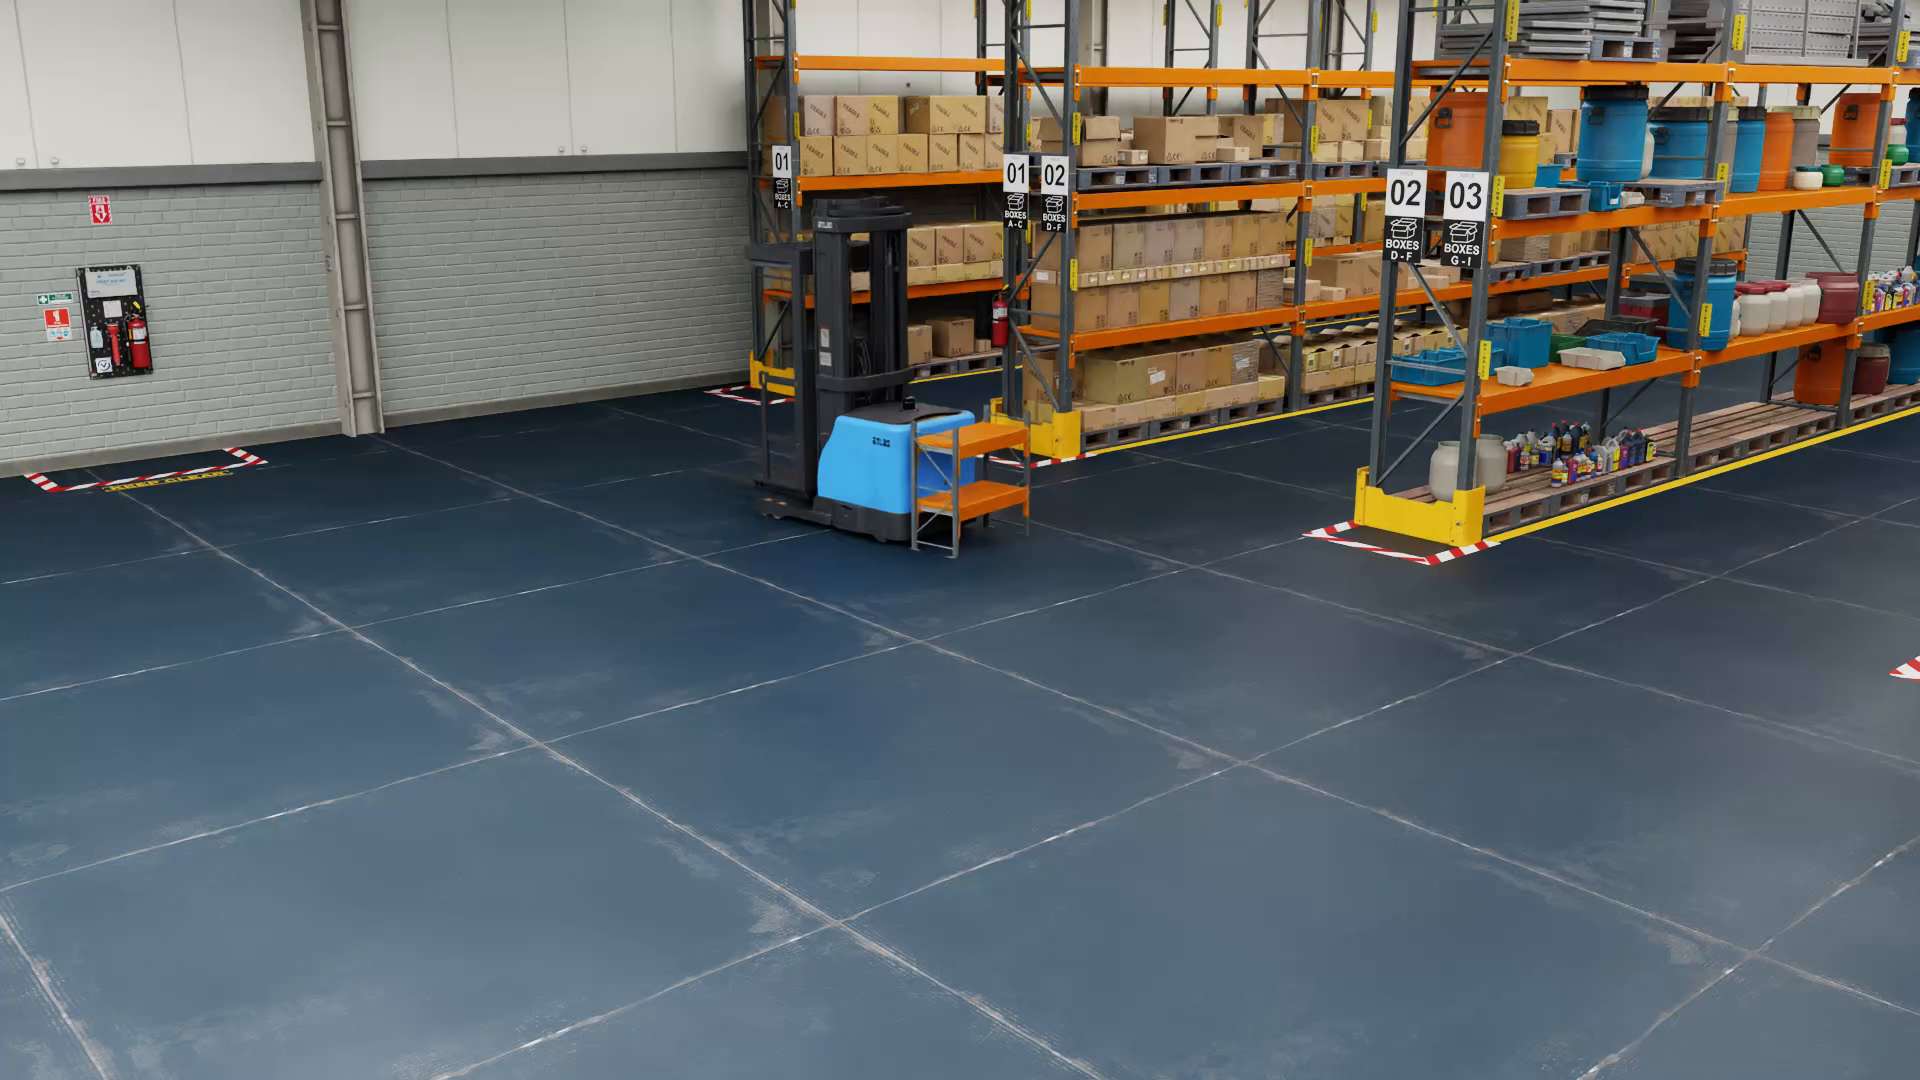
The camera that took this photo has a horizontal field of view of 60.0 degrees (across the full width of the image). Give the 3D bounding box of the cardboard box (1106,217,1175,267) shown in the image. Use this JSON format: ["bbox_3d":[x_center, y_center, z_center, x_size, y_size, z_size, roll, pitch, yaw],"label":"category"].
[{"bbox_3d":[2.020,-3.403,18.972,0.500,0.500,0.700,-13,19,-39],"label":"cardboard box"}]

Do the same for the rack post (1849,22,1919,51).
[{"bbox_3d":[10.650,-5.850,19.360,0.937,0.300,0.954,-13,19,-39],"label":"rack post"}]

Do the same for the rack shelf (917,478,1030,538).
[{"bbox_3d":[0.101,-0.290,14.603,0.538,0.278,1.000,12,19,37],"label":"rack shelf"}]

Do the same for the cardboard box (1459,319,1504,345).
[{"bbox_3d":[7.413,-2.849,23.594,0.500,0.500,0.500,-12,19,-37],"label":"cardboard box"}]

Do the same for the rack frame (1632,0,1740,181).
[{"bbox_3d":[7.113,-5.078,16.324,0.127,3.000,1.000,-13,19,-39],"label":"rack frame"}]

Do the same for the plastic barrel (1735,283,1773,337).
[{"bbox_3d":[8.532,-2.489,17.993,0.433,0.535,0.433,0,15,0],"label":"plastic barrel"}]

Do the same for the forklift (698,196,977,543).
[{"bbox_3d":[-1.270,-1.694,15.412,3.031,2.935,1.130,14,20,41],"label":"forklift"}]

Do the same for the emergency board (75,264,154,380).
[{"bbox_3d":[-8.863,-2.290,17.512,0.643,1.169,0.194,-13,19,-39],"label":"emergency board"}]

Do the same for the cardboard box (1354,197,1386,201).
[{"bbox_3d":[7.619,-5.820,30.145,0.700,0.700,0.980,-13,20,-41],"label":"cardboard box"}]

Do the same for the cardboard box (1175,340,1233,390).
[{"bbox_3d":[2.899,-2.093,19.833,0.500,0.500,0.500,-13,19,-39],"label":"cardboard box"}]

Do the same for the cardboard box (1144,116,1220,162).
[{"bbox_3d":[2.539,-4.660,19.286,0.637,0.503,0.797,-10,18,-33],"label":"cardboard box"}]

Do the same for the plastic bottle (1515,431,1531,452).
[{"bbox_3d":[5.629,-0.921,16.667,0.185,0.351,0.144,-12,19,-37],"label":"plastic bottle"}]

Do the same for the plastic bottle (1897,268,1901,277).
[{"bbox_3d":[12.491,-3.477,22.181,0.133,0.283,0.061,-13,19,-39],"label":"plastic bottle"}]

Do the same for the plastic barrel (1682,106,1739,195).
[{"bbox_3d":[7.848,-4.110,17.542,0.600,0.901,0.600,0,15,0],"label":"plastic barrel"}]

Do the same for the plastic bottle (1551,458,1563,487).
[{"bbox_3d":[5.668,-0.643,15.779,0.097,0.271,0.097,0,15,0],"label":"plastic bottle"}]

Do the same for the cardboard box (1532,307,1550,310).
[{"bbox_3d":[8.598,-3.295,25.263,0.500,0.500,0.500,-12,19,-39],"label":"cardboard box"}]

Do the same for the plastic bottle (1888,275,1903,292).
[{"bbox_3d":[11.637,-3.112,20.684,0.185,0.351,0.144,-13,19,-39],"label":"plastic bottle"}]

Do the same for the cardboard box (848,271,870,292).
[{"bbox_3d":[-1.449,-3.480,22.216,0.500,0.250,0.500,-13,20,-41],"label":"cardboard box"}]

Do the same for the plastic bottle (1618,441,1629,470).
[{"bbox_3d":[6.576,-0.847,16.518,0.133,0.283,0.061,-11,19,-36],"label":"plastic bottle"}]

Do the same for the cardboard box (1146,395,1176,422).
[{"bbox_3d":[2.150,-1.559,19.289,0.500,0.250,0.500,-13,19,-39],"label":"cardboard box"}]

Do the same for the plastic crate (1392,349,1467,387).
[{"bbox_3d":[4.277,-1.573,15.116,0.616,0.251,0.499,-13,19,-39],"label":"plastic crate"}]

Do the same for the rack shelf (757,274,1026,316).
[{"bbox_3d":[-0.899,-3.422,23.143,4.000,0.370,1.077,-13,19,-39],"label":"rack shelf"}]

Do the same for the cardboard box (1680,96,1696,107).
[{"bbox_3d":[11.085,-6.713,26.127,0.500,0.500,0.700,-13,19,-39],"label":"cardboard box"}]

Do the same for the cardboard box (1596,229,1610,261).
[{"bbox_3d":[10.108,-4.683,26.275,0.500,0.500,0.500,-12,19,-38],"label":"cardboard box"}]

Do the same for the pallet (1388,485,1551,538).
[{"bbox_3d":[4.739,-0.314,15.515,1.213,0.211,1.003,-13,19,-39],"label":"pallet"}]

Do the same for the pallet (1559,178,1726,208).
[{"bbox_3d":[6.633,-3.397,16.207,1.003,0.211,1.213,-13,19,-39],"label":"pallet"}]

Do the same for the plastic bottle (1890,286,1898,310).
[{"bbox_3d":[11.324,-2.943,20.180,0.133,0.283,0.061,-13,19,-39],"label":"plastic bottle"}]

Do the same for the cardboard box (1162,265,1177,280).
[{"bbox_3d":[2.255,-3.072,18.987,0.250,0.149,0.380,-13,20,-40],"label":"cardboard box"}]

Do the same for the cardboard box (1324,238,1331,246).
[{"bbox_3d":[6.176,-5.157,28.693,0.250,0.149,0.380,-12,19,-38],"label":"cardboard box"}]

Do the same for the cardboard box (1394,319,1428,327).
[{"bbox_3d":[6.294,-2.936,23.358,0.500,0.311,0.500,-12,19,-38],"label":"cardboard box"}]

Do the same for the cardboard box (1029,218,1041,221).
[{"bbox_3d":[1.443,-4.542,24.896,0.500,0.500,0.700,-10,18,-34],"label":"cardboard box"}]

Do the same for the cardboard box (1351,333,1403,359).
[{"bbox_3d":[5.499,-2.572,21.995,0.500,0.311,0.500,-12,19,-38],"label":"cardboard box"}]

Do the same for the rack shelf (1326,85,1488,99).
[{"bbox_3d":[8.154,-8.160,30.031,4.000,0.370,1.077,-13,19,-39],"label":"rack shelf"}]

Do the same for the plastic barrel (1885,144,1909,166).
[{"bbox_3d":[11.081,-4.569,19.718,0.294,0.245,0.294,0,15,0],"label":"plastic barrel"}]

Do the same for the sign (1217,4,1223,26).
[{"bbox_3d":[3.991,-8.070,25.561,0.005,0.325,0.100,-13,19,-39],"label":"sign"}]

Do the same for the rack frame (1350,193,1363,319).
[{"bbox_3d":[6.645,-5.464,29.392,0.127,3.000,1.000,-13,19,-39],"label":"rack frame"}]

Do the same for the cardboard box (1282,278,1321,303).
[{"bbox_3d":[4.207,-3.164,21.074,0.500,0.250,0.500,-11,19,-36],"label":"cardboard box"}]

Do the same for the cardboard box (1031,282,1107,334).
[{"bbox_3d":[1.208,-2.592,18.448,0.500,0.500,0.700,-13,19,-39],"label":"cardboard box"}]

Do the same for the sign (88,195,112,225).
[{"bbox_3d":[-8.934,-3.428,17.280,0.199,0.298,0.001,-13,19,-39],"label":"sign"}]

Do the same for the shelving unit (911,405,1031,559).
[{"bbox_3d":[0.101,-0.526,14.540,0.538,1.125,1.048,12,19,37],"label":"shelving unit"}]

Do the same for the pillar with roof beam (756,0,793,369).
[{"bbox_3d":[0.379,-5.778,18.944,0.400,9.000,9.100,-13,19,-39],"label":"pillar with roof beam"}]

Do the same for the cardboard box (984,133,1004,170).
[{"bbox_3d":[0.389,-5.482,23.414,0.500,0.500,0.500,-12,19,-38],"label":"cardboard box"}]

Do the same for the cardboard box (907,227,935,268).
[{"bbox_3d":[-0.695,-4.011,22.751,0.500,0.500,0.500,-12,19,-38],"label":"cardboard box"}]

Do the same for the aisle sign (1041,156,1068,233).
[{"bbox_3d":[0.999,-3.652,17.573,0.004,0.787,0.394,-13,19,-39],"label":"aisle sign"}]

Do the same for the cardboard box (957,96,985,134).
[{"bbox_3d":[0.001,-5.866,22.915,0.500,0.500,0.500,-11,19,-36],"label":"cardboard box"}]

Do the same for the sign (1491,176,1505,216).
[{"bbox_3d":[4.454,-2.848,13.769,0.005,0.325,0.100,-13,19,-39],"label":"sign"}]

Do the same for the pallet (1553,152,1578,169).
[{"bbox_3d":[8.581,-5.585,24.399,1.003,0.211,1.213,-13,19,-39],"label":"pallet"}]

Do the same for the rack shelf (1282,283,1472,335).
[{"bbox_3d":[5.373,-3.136,22.072,4.000,0.370,1.077,-13,19,-39],"label":"rack shelf"}]

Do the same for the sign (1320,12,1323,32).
[{"bbox_3d":[6.299,-9.002,28.897,0.005,0.325,0.100,-13,19,-39],"label":"sign"}]

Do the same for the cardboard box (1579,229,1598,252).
[{"bbox_3d":[9.395,-4.714,25.580,0.700,0.500,0.500,8,17,28],"label":"cardboard box"}]

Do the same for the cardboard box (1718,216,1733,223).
[{"bbox_3d":[12.381,-5.494,27.376,0.500,0.500,0.500,-12,19,-38],"label":"cardboard box"}]

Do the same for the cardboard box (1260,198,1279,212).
[{"bbox_3d":[4.919,-5.553,27.466,0.500,0.250,0.500,-12,19,-39],"label":"cardboard box"}]
